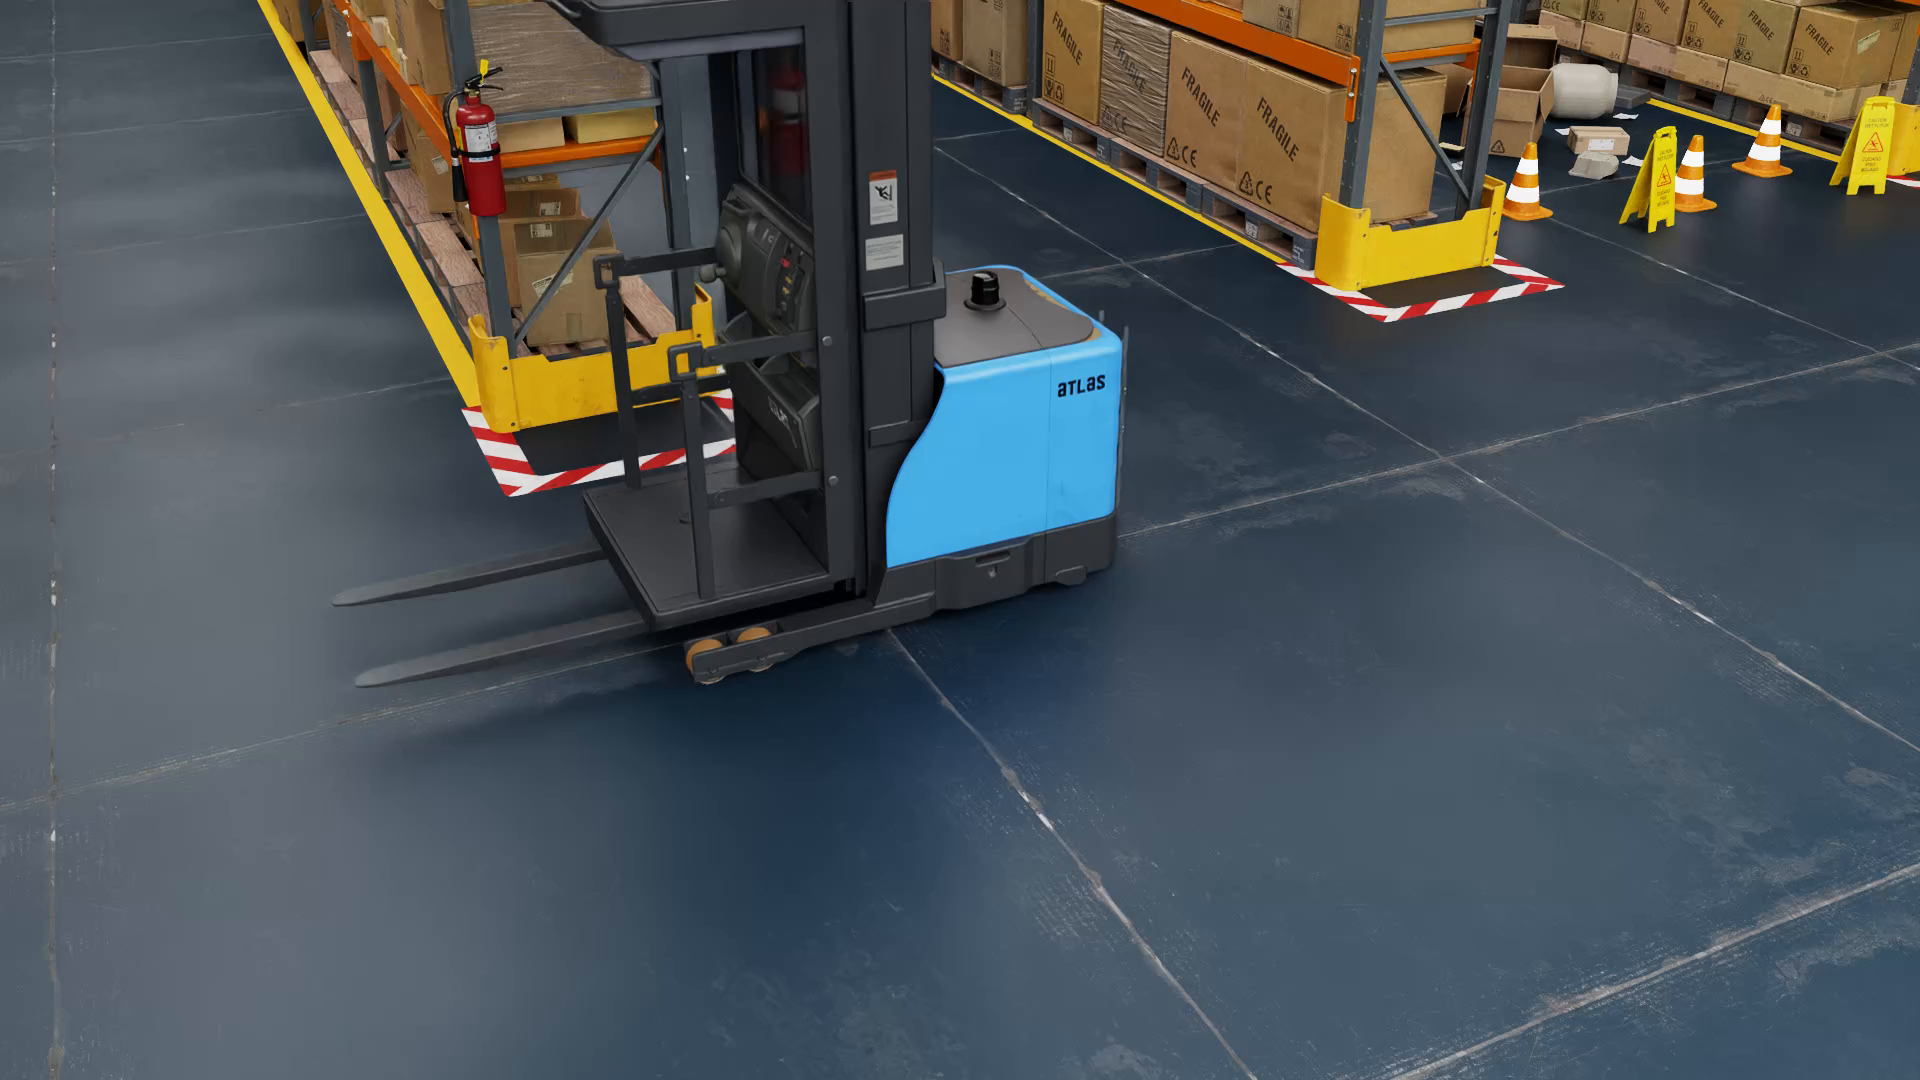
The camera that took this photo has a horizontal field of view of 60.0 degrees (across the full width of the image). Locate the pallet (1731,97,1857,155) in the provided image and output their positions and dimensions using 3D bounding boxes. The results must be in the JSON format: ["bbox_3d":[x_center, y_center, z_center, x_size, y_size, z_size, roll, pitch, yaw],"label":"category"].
[{"bbox_3d":[6.799,-3.252,12.834,1.003,0.211,1.213,-13,32,-22],"label":"pallet"}]

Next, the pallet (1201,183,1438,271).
[{"bbox_3d":[2.308,-2.105,10.789,1.003,0.211,1.213,-13,32,-22],"label":"pallet"}]

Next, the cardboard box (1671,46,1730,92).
[{"bbox_3d":[6.114,-3.814,13.366,0.500,0.250,0.500,-14,32,-24],"label":"cardboard box"}]

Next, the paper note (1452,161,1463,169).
[{"bbox_3d":[3.600,-2.720,12.071,0.144,0.017,0.142,-3,29,-5],"label":"paper note"}]

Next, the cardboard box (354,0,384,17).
[{"bbox_3d":[-3.199,-3.488,9.997,0.875,0.500,0.500,-13,32,-22],"label":"cardboard box"}]

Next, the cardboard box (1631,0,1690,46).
[{"bbox_3d":[5.902,-4.366,13.584,0.500,0.500,0.500,-11,31,-19],"label":"cardboard box"}]

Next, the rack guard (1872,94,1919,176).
[{"bbox_3d":[7.116,-3.012,12.110,1.175,0.500,0.348,-13,32,-22],"label":"rack guard"}]

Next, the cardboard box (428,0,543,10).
[{"bbox_3d":[-2.261,-2.788,7.727,0.500,0.500,0.500,-13,32,-22],"label":"cardboard box"}]

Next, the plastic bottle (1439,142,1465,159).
[{"bbox_3d":[3.615,-2.904,12.367,0.283,0.061,0.133,26,38,38],"label":"plastic bottle"}]

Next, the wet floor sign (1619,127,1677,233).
[{"bbox_3d":[4.522,-2.361,10.800,0.267,0.644,0.232,-19,35,-30],"label":"wet floor sign"}]

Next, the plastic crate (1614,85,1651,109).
[{"bbox_3d":[5.365,-3.697,13.760,0.583,0.080,0.402,26,38,38],"label":"plastic crate"}]

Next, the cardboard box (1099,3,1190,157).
[{"bbox_3d":[1.601,-3.318,11.844,0.875,0.875,0.875,-13,32,-22],"label":"cardboard box"}]

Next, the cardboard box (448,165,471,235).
[{"bbox_3d":[-2.793,-2.154,10.150,0.500,0.500,0.500,-16,33,-26],"label":"cardboard box"}]

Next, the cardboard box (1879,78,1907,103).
[{"bbox_3d":[7.052,-3.467,12.748,0.500,0.250,0.500,-13,32,-22],"label":"cardboard box"}]

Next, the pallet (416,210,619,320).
[{"bbox_3d":[-2.671,-1.710,10.083,1.003,0.211,1.213,-13,32,-22],"label":"pallet"}]

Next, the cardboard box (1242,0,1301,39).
[{"bbox_3d":[2.265,-3.443,10.170,0.875,0.550,0.550,-13,32,-22],"label":"cardboard box"}]

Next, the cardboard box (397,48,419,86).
[{"bbox_3d":[-2.849,-2.601,9.079,0.380,0.149,0.250,-13,32,-22],"label":"cardboard box"}]

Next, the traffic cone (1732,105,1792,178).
[{"bbox_3d":[5.799,-2.881,11.915,0.336,0.463,0.334,-13,32,-22],"label":"traffic cone"}]

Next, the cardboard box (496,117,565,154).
[{"bbox_3d":[-2.110,-1.961,7.937,0.380,0.149,0.250,-13,32,-22],"label":"cardboard box"}]

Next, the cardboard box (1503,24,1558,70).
[{"bbox_3d":[4.663,-3.987,13.847,0.500,0.500,0.500,7,30,13],"label":"cardboard box"}]

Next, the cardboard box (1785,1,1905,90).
[{"bbox_3d":[6.569,-3.679,12.359,0.500,0.500,0.500,-13,32,-22],"label":"cardboard box"}]

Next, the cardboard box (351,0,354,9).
[{"bbox_3d":[-3.698,-3.487,10.659,0.380,0.149,0.250,-13,32,-22],"label":"cardboard box"}]

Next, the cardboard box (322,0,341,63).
[{"bbox_3d":[-4.930,-4.332,14.014,0.700,0.500,0.500,-15,33,-25],"label":"cardboard box"}]

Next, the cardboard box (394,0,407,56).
[{"bbox_3d":[-2.512,-2.836,8.834,0.875,0.500,0.500,-13,32,-22],"label":"cardboard box"}]

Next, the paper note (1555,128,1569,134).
[{"bbox_3d":[4.716,-3.175,12.893,0.148,0.019,0.142,-3,29,-5],"label":"paper note"}]

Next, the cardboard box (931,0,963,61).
[{"bbox_3d":[0.246,-4.636,14.321,1.050,0.750,0.750,-13,32,-22],"label":"cardboard box"}]

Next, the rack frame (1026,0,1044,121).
[{"bbox_3d":[1.004,-4.752,12.657,1.000,3.000,0.127,-13,32,-22],"label":"rack frame"}]

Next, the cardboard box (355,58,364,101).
[{"bbox_3d":[-4.191,-3.594,12.698,0.700,0.500,0.500,-16,33,-26],"label":"cardboard box"}]

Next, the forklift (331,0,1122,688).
[{"bbox_3d":[-0.908,-1.030,6.090,3.031,2.935,1.130,-13,32,-22],"label":"forklift"}]

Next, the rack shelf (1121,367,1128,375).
[{"bbox_3d":[0.557,-0.733,7.153,0.258,0.077,0.200,-14,32,-23],"label":"rack shelf"}]

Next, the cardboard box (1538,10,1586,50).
[{"bbox_3d":[5.441,-4.502,14.594,0.500,0.250,0.500,-15,32,-24],"label":"cardboard box"}]

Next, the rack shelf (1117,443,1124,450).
[{"bbox_3d":[0.557,-0.419,7.329,0.258,0.077,0.200,-14,32,-23],"label":"rack shelf"}]

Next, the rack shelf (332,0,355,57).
[{"bbox_3d":[-4.377,-4.325,12.631,1.077,0.370,4.000,-13,32,-22],"label":"rack shelf"}]

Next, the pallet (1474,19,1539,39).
[{"bbox_3d":[5.096,-4.963,15.885,1.003,0.211,1.213,-13,32,-22],"label":"pallet"}]

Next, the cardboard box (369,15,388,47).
[{"bbox_3d":[-3.284,-3.042,9.865,0.380,0.149,0.250,-13,32,-22],"label":"cardboard box"}]

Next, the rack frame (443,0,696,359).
[{"bbox_3d":[-1.802,-1.988,7.728,1.000,3.000,0.127,-13,32,-22],"label":"rack frame"}]

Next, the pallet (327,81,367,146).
[{"bbox_3d":[-4.382,-3.422,13.137,1.003,0.211,1.213,-13,32,-22],"label":"pallet"}]

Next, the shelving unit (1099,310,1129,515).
[{"bbox_3d":[0.557,-0.527,7.269,0.258,0.900,0.210,-14,32,-23],"label":"shelving unit"}]

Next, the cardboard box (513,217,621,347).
[{"bbox_3d":[-2.055,-1.360,8.735,0.500,0.500,0.500,-7,30,-13],"label":"cardboard box"}]
